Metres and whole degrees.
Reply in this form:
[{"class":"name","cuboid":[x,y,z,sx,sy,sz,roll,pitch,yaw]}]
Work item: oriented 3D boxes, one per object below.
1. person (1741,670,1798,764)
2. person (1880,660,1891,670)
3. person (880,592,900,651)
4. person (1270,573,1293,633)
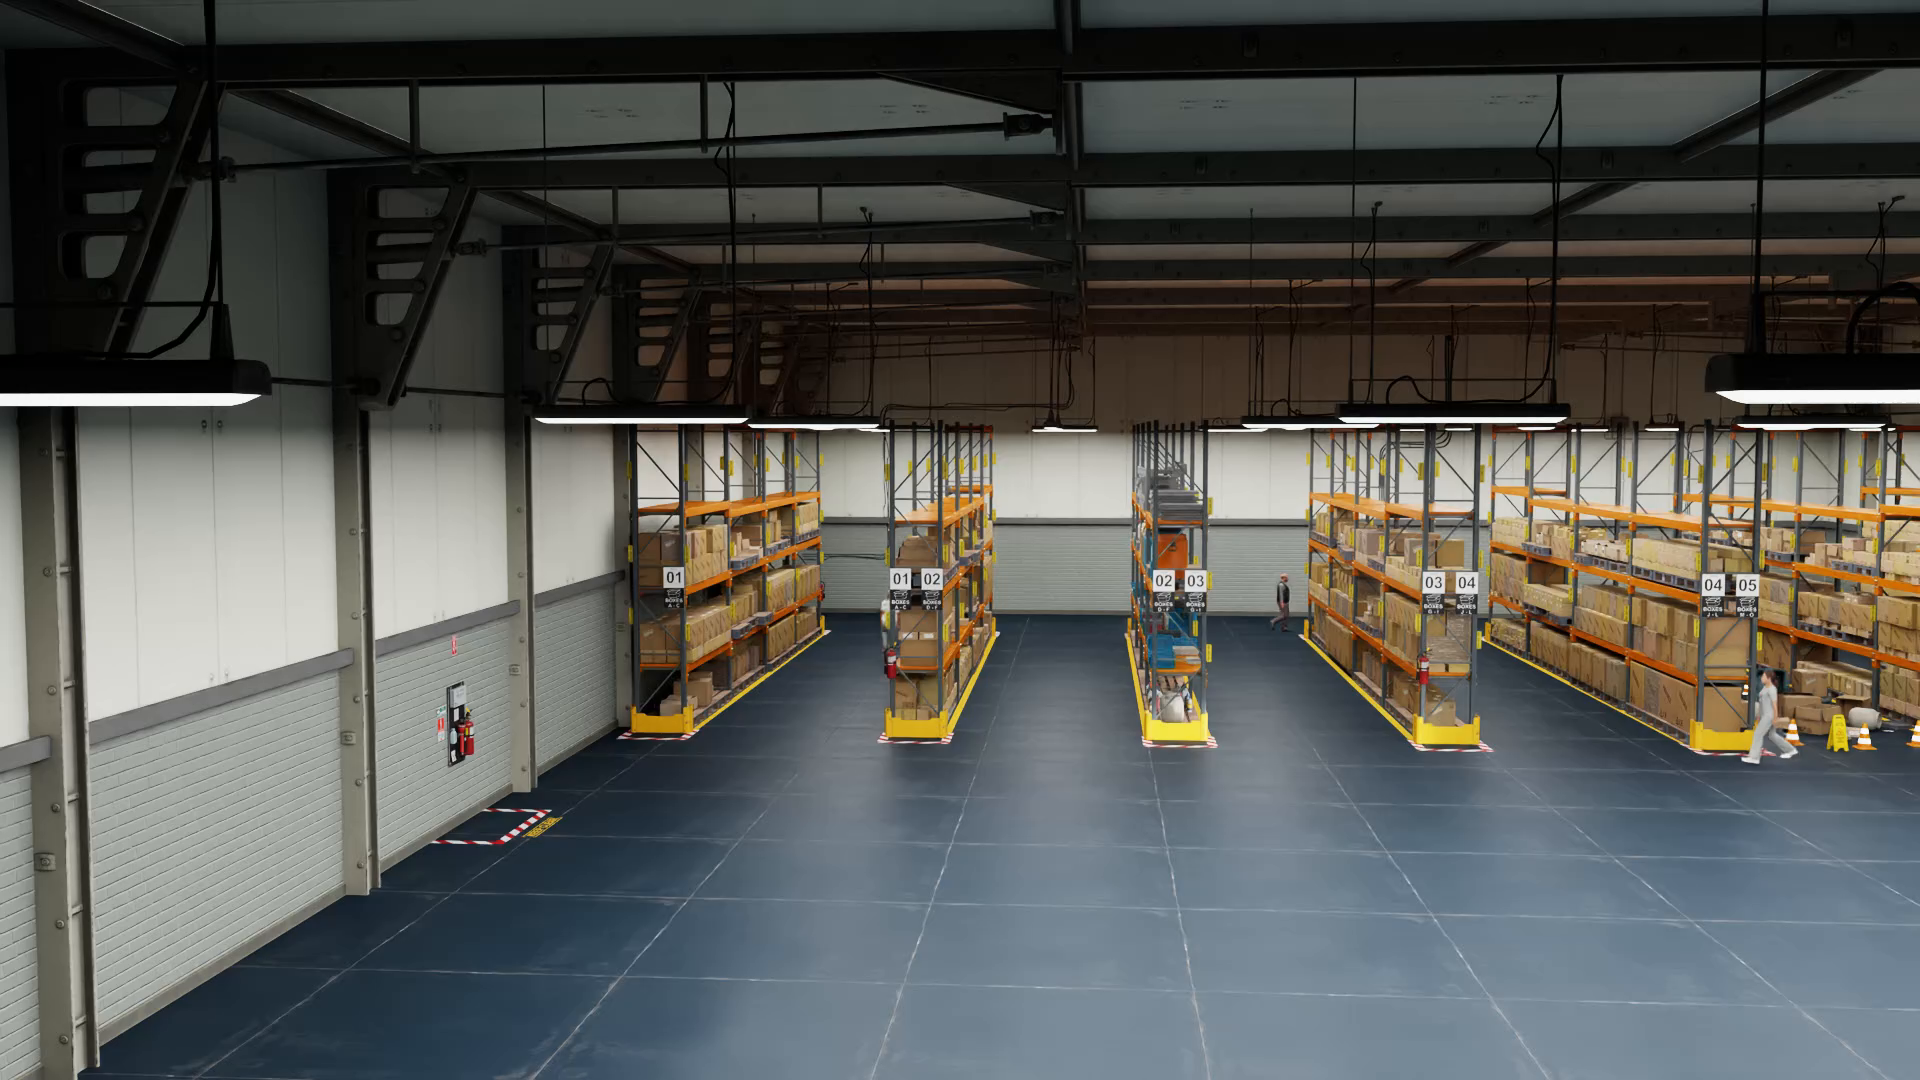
[{"class":"person","cuboid":[14.089,3.071,28.884,1.002,1.627,0.447,0,4,5]},{"class":"person","cuboid":[21.424,2.555,38.315,0.483,1.498,0.701,0,4,-5]},{"class":"person","cuboid":[-1.760,2.056,41.949,0.511,1.589,0.666,0,4,2]},{"class":"person","cuboid":[9.278,1.818,47.980,0.619,1.715,0.577,2,4,23]}]
